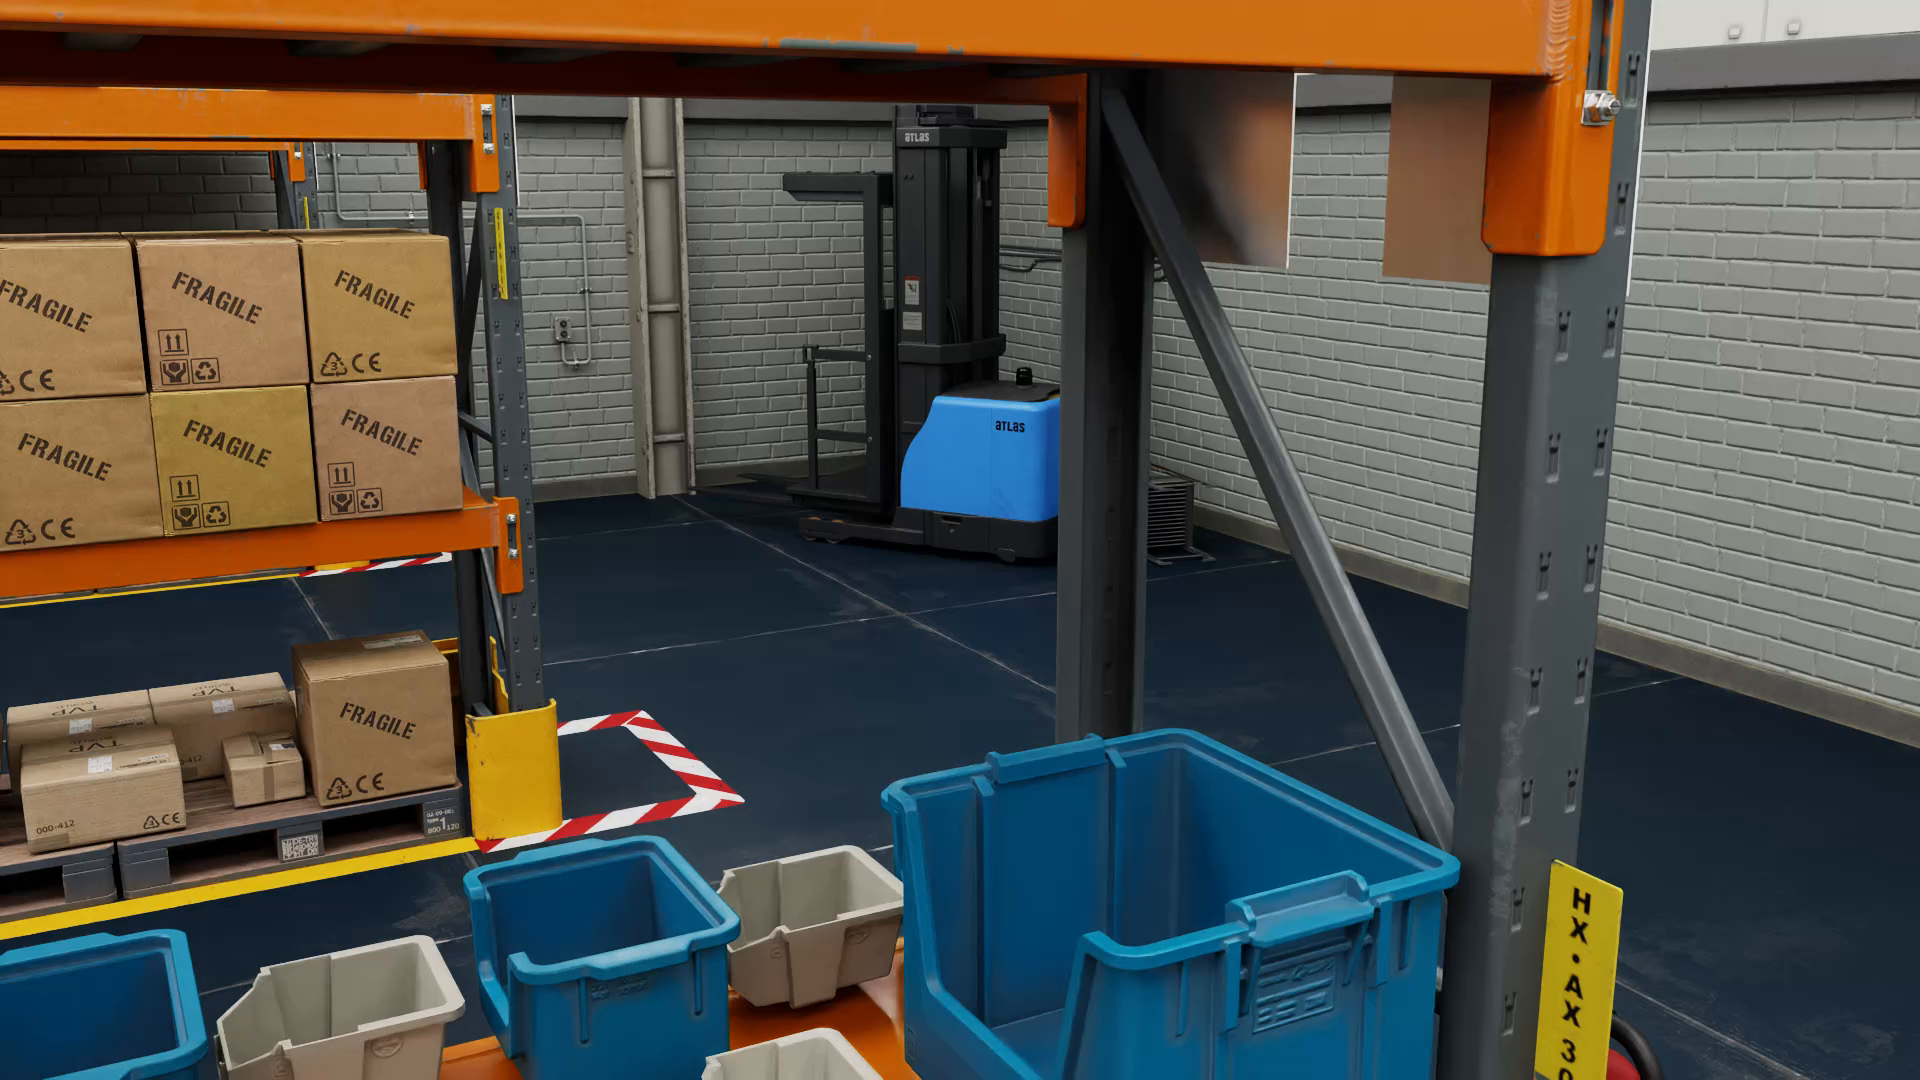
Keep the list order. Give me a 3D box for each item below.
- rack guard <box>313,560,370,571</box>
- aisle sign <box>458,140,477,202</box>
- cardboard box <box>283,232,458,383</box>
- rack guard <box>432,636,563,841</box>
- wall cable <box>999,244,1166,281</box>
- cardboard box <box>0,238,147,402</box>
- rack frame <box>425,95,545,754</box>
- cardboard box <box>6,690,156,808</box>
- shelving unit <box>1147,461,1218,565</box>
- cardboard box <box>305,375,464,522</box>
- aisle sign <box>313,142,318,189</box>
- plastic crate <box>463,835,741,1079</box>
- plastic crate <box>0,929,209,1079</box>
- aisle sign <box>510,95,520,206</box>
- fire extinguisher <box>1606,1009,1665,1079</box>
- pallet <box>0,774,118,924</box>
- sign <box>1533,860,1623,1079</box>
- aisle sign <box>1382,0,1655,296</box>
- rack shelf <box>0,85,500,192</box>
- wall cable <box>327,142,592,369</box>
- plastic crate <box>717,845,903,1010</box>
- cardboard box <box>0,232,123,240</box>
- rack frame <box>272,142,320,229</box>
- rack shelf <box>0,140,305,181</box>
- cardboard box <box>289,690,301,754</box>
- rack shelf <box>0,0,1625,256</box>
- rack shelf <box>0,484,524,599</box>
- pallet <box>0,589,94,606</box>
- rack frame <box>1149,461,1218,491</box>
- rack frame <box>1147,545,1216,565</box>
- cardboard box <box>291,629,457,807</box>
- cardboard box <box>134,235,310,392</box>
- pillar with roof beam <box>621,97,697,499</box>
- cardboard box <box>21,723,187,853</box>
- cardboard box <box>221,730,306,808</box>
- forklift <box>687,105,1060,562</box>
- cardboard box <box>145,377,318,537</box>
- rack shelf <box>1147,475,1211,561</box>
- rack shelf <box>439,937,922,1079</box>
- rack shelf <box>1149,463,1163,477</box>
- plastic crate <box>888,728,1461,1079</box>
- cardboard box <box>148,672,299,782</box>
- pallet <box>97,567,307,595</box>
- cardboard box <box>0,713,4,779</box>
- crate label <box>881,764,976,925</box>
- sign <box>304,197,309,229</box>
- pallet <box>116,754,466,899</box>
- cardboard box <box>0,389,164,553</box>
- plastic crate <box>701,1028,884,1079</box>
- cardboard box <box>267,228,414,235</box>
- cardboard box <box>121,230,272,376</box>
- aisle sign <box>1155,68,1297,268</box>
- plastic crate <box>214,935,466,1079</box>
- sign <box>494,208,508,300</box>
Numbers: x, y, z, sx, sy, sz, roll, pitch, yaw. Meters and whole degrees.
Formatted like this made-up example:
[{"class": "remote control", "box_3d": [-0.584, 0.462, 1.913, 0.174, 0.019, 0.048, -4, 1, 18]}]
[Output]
[{"class": "rack guard", "box_3d": [-4.274, -0.169, 11.222, 0.348, 0.500, 1.175, -7, 14, -28]}, {"class": "aisle sign", "box_3d": [-1.999, -1.764, 6.694, 0.004, 0.787, 0.394, -7, 14, -28]}, {"class": "cardboard box", "box_3d": [-2.177, -0.869, 6.131, 0.500, 0.500, 0.500, -7, 14, -28]}, {"class": "rack guard", "box_3d": [-1.985, 0.796, 6.935, 0.348, 0.500, 1.175, -7, 14, -28]}, {"class": "wall cable", "box_3d": [0.841, -3.324, 12.956, 0.112, 2.526, 3.097, -7, 14, -28]}, {"class": "cardboard box", "box_3d": [-3.073, -0.760, 5.648, 0.500, 0.500, 0.500, -6, 14, -26]}, {"class": "rack frame", "box_3d": [-1.918, -0.432, 6.696, 0.127, 3.000, 1.000, -7, 14, -28]}, {"class": "cardboard box", "box_3d": [-3.409, 0.803, 6.471, 0.500, 0.250, 0.500, -7, 14, -28]}, {"class": "shelving unit", "box_3d": [1.151, -0.305, 11.773, 0.431, 0.503, 2.100, -4, 13, -18]}, {"class": "cardboard box", "box_3d": [-2.181, -0.381, 6.242, 0.500, 0.500, 0.500, -6, 14, -26]}, {"class": "aisle sign", "box_3d": [-4.088, -2.604, 10.427, 0.004, 0.787, 0.394, -7, 14, -28]}, {"class": "plastic crate", "box_3d": [-0.500, 0.607, 2.323, 0.300, 0.233, 0.416, -7, 14, -28]}, {"class": "plastic crate", "box_3d": [-1.078, 0.677, 2.015, 0.300, 0.233, 0.416, -7, 14, -28]}, {"class": "aisle sign", "box_3d": [-1.712, -1.648, 6.180, 0.004, 0.787, 0.394, -7, 14, -28]}, {"class": "fire extinguisher", "box_3d": [0.802, 0.815, 2.183, 0.183, 0.674, 0.296, -7, 14, -28]}, {"class": "pallet", "box_3d": [-3.754, 1.148, 6.027, 1.213, 0.211, 1.003, -7, 14, -28]}, {"class": "sign", "box_3d": [0.730, 0.548, 1.971, 0.005, 0.325, 0.100, -7, 14, -28]}, {"class": "aisle sign", "box_3d": [0.655, -0.696, 1.950, 0.004, 0.787, 0.394, -7, 14, -28]}, {"class": "rack shelf", "box_3d": [-3.674, -1.334, 5.510, 4.000, 0.370, 1.077, -7, 14, -28]}, {"class": "wall cable", "box_3d": [-3.624, -2.199, 12.233, 1.851, 1.984, 0.084, -7, 14, -28]}, {"class": "plastic crate", "box_3d": [-0.244, 0.603, 2.562, 0.298, 0.136, 0.250, -7, 14, -28]}, {"class": "cardboard box", "box_3d": [-3.331, -0.864, 6.113, 0.500, 0.500, 0.500, -7, 14, -27]}, {"class": "rack frame", "box_3d": [-4.295, -1.386, 10.936, 0.127, 3.000, 1.000, -7, 14, -28]}, {"class": "rack shelf", "box_3d": [-6.051, -2.288, 9.751, 4.000, 0.370, 1.077, -7, 14, -28]}, {"class": "cardboard box", "box_3d": [-2.670, 0.740, 6.940, 0.250, 0.166, 0.380, -7, 14, -28]}, {"class": "rack shelf", "box_3d": [-1.304, -0.379, 1.267, 4.000, 0.370, 1.077, -7, 14, -28]}, {"class": "rack shelf", "box_3d": [-3.674, 0.130, 5.840, 4.000, 0.370, 1.077, -7, 14, -28]}, {"class": "pallet", "box_3d": [-6.029, 0.201, 10.235, 1.213, 0.211, 1.003, -7, 14, -28]}, {"class": "rack frame", "box_3d": [1.151, -0.543, 11.721, 0.400, 0.015, 2.100, -4, 13, -18]}, {"class": "rack frame", "box_3d": [1.152, -0.066, 11.824, 0.400, 0.015, 2.100, -4, 13, -18]}, {"class": "cardboard box", "box_3d": [-2.277, 0.678, 6.457, 0.500, 0.500, 0.500, -7, 14, -28]}, {"class": "cardboard box", "box_3d": [-2.620, -0.815, 5.895, 0.500, 0.500, 0.500, -6, 14, -26]}, {"class": "pillar with roof beam", "box_3d": [-0.277, -3.934, 8.594, 0.400, 9.000, 9.100, -7, 14, -28]}, {"class": "cardboard box", "box_3d": [-3.126, 0.894, 6.066, 0.500, 0.250, 0.500, -7, 14, -28]}, {"class": "cardboard box", "box_3d": [-2.676, 0.866, 6.381, 0.250, 0.166, 0.380, -7, 14, -28]}, {"class": "forklift", "box_3d": [-0.541, -1.497, 11.587, 3.031, 2.935, 1.130, 7, 15, 29]}, {"class": "cardboard box", "box_3d": [-2.635, -0.326, 5.997, 0.500, 0.500, 0.500, -7, 14, -27]}, {"class": "rack shelf", "box_3d": [1.380, -0.163, 11.112, 0.431, 0.480, 0.518, -4, 13, -18]}, {"class": "rack shelf", "box_3d": [-1.304, 1.085, 1.596, 4.000, 0.370, 1.077, -7, 14, -28]}, {"class": "rack shelf", "box_3d": [1.156, -0.302, 11.760, 0.431, 0.480, 0.518, -4, 13, -18]}, {"class": "plastic crate", "box_3d": [0.247, 0.548, 2.125, 0.499, 0.435, 0.616, -7, 14, -28]}, {"class": "cardboard box", "box_3d": [-2.970, 0.750, 6.704, 0.500, 0.250, 0.500, -7, 14, -28]}, {"class": "pallet", "box_3d": [-4.959, 0.074, 10.801, 1.213, 0.211, 1.003, -7, 14, -28]}, {"class": "cardboard box", "box_3d": [-3.783, 0.794, 5.934, 0.637, 0.503, 0.797, -7, 14, -28]}, {"class": "crate label", "box_3d": [0.077, 0.538, 2.631, 0.303, 0.233, 0.416, -7, 14, -28]}, {"class": "sign", "box_3d": [-4.047, -1.960, 10.312, 0.005, 0.325, 0.100, -7, 14, -28]}, {"class": "pallet", "box_3d": [-2.684, 1.021, 6.593, 1.213, 0.211, 1.003, -7, 14, -28]}, {"class": "cardboard box", "box_3d": [-3.075, -0.274, 5.768, 0.500, 0.500, 0.500, -7, 14, -27]}, {"class": "plastic crate", "box_3d": [-0.177, 0.743, 1.938, 0.243, 0.136, 0.396, -7, 14, -28]}, {"class": "cardboard box", "box_3d": [-2.434, -0.972, 6.593, 0.500, 0.500, 0.500, -6, 14, -26]}, {"class": "cardboard box", "box_3d": [-2.889, -0.916, 6.342, 0.500, 0.500, 0.500, -7, 14, -27]}, {"class": "aisle sign", "box_3d": [0.373, -0.810, 2.455, 0.004, 0.787, 0.394, -7, 14, -28]}, {"class": "plastic crate", "box_3d": [-0.839, 0.674, 2.245, 0.298, 0.136, 0.250, -7, 14, -28]}, {"class": "sign", "box_3d": [-1.670, -1.042, 6.049, 0.005, 0.325, 0.100, -7, 14, -28]}]
